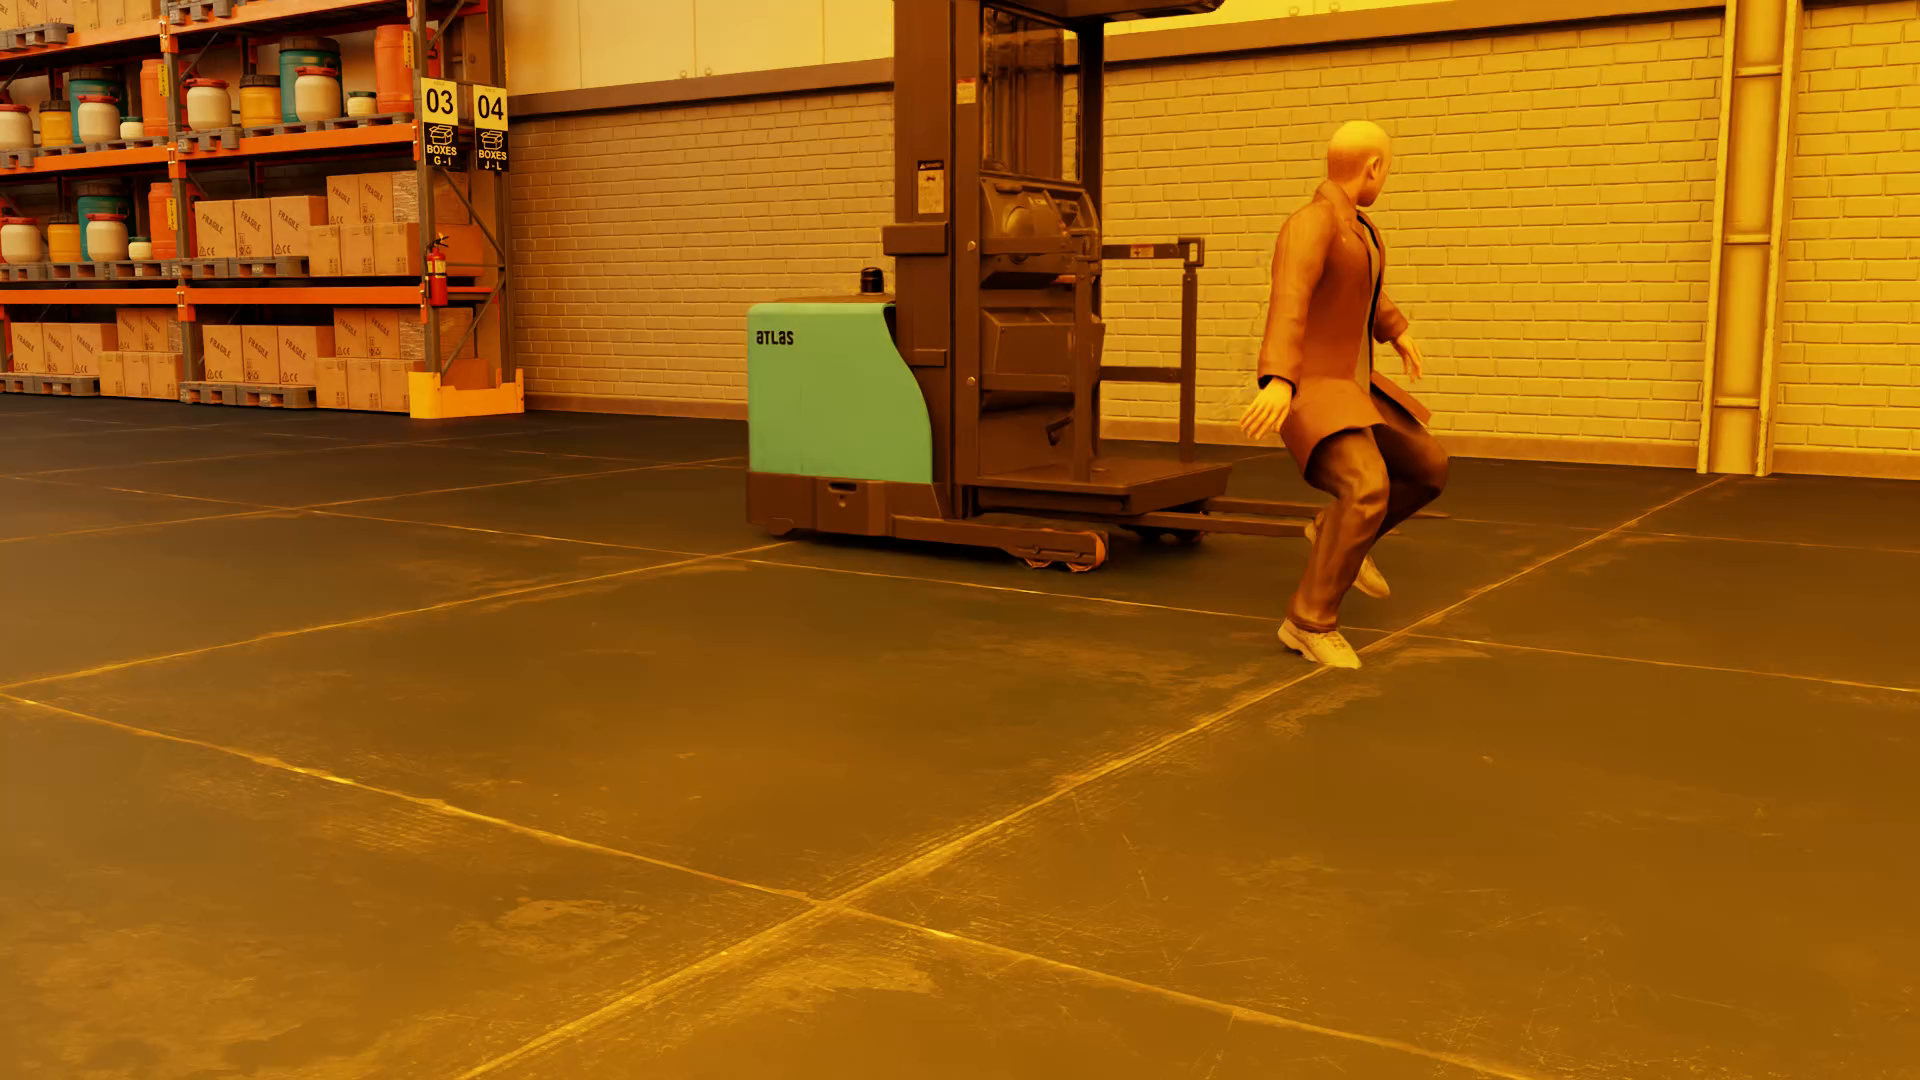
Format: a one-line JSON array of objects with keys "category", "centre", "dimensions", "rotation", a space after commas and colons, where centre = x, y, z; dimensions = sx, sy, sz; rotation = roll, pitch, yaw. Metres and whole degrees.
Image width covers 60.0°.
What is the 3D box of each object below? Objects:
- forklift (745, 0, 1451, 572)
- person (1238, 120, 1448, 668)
[{"category": "forklift", "centre": [0.532, -1.406, 7.080], "dimensions": [3.031, 2.935, 1.130], "rotation": [5, 10, 32]}, {"category": "person", "centre": [1.171, -0.462, 5.231], "dimensions": [0.539, 1.671, 1.177], "rotation": [5, 10, 33]}]
